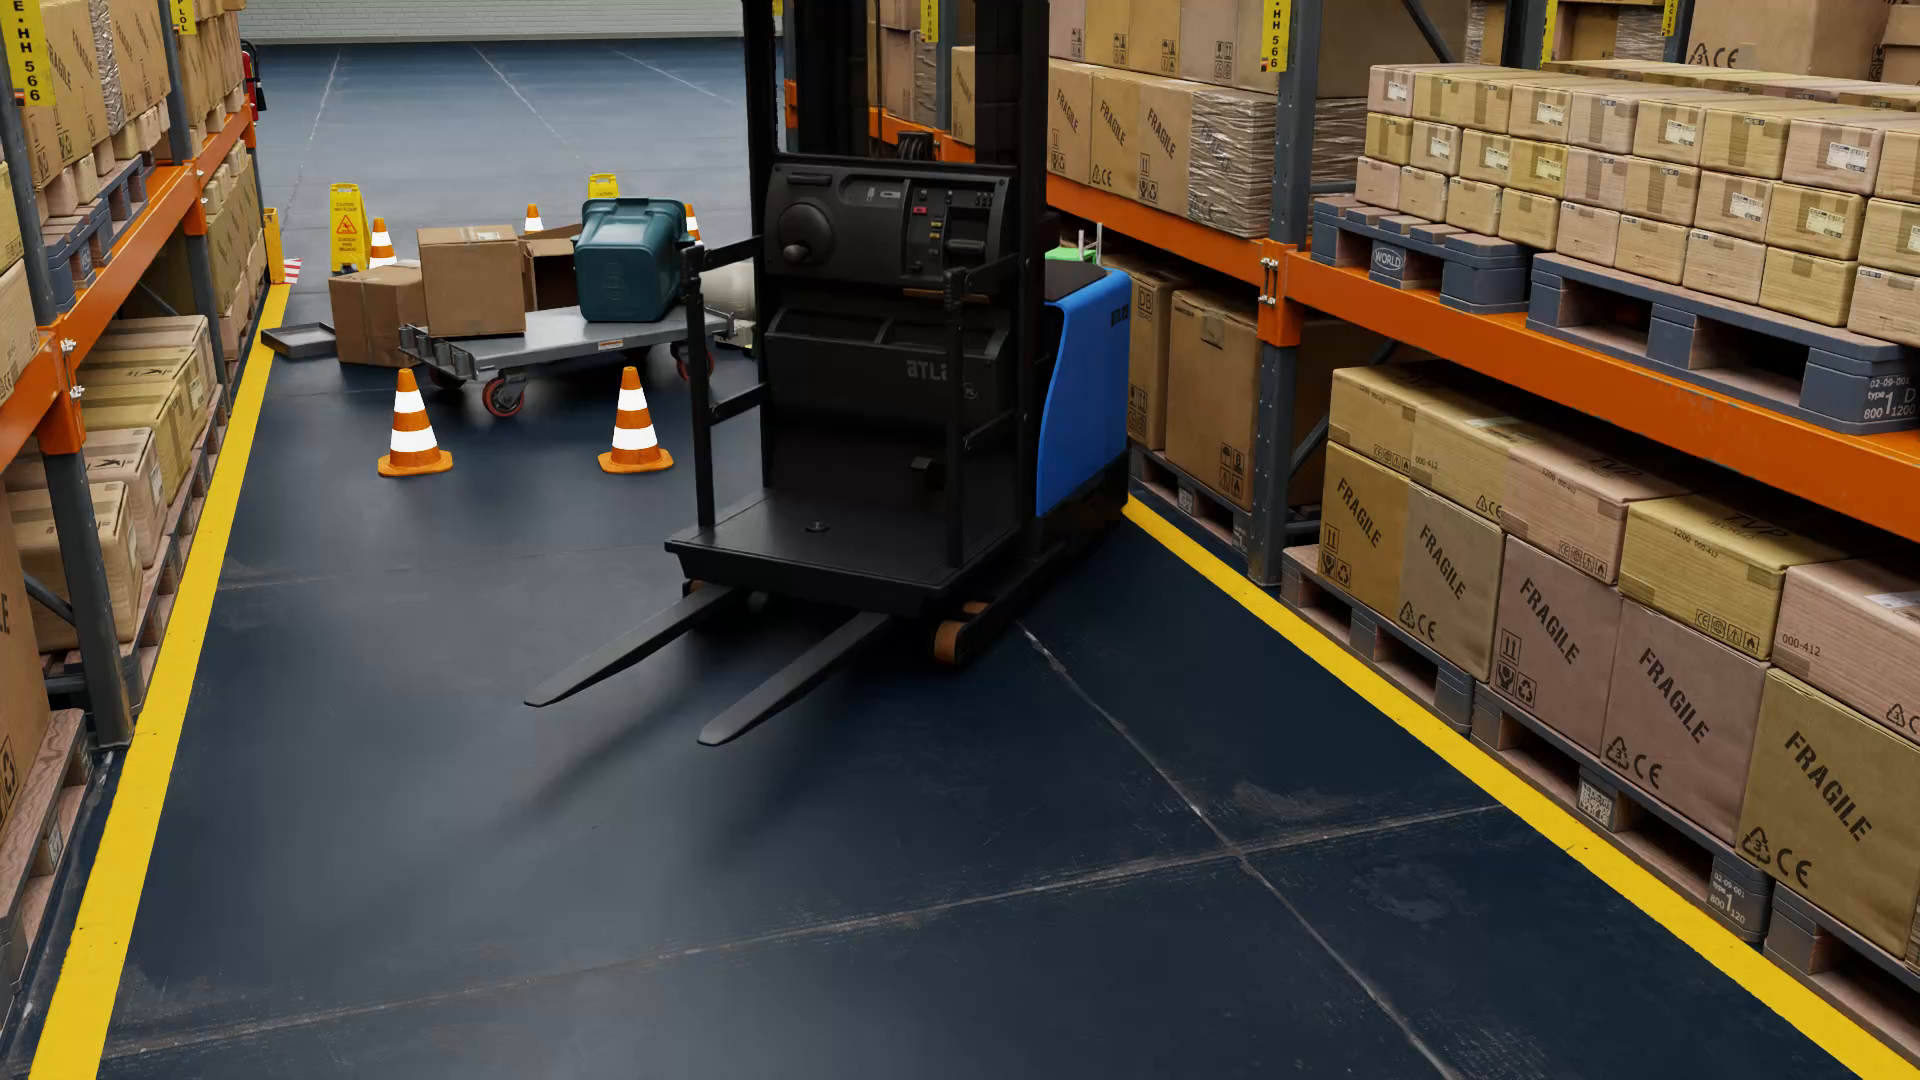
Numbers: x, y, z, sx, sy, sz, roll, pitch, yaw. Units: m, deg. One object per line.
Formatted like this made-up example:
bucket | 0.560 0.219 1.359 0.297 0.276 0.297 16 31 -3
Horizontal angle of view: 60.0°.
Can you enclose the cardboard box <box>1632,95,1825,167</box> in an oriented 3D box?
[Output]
cardboard box | 1.990 -1.063 4.309 0.380 0.149 0.250 -6 21 -16

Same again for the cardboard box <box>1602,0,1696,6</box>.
cardboard box | 4.695 -3.845 11.118 0.500 0.500 0.500 -6 21 -17

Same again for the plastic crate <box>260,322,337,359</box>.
plastic crate | -4.025 -1.236 10.240 0.402 0.080 0.583 -15 25 -36

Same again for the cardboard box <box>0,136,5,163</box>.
cardboard box | -2.642 -1.115 3.957 0.500 0.500 0.500 -7 21 -19

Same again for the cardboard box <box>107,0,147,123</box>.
cardboard box | -3.634 -1.955 6.713 0.500 0.500 0.500 -6 21 -15

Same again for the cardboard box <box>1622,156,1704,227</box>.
cardboard box | 1.982 -0.924 4.362 0.380 0.149 0.250 -7 21 -18

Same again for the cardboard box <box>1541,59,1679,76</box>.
cardboard box | 2.204 -1.545 5.651 0.380 0.149 0.250 -7 21 -19

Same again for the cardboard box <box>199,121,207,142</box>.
cardboard box | -4.391 -2.277 9.190 0.380 0.149 0.250 -6 21 -16

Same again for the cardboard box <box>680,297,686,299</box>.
cardboard box | -1.932 -1.647 11.109 0.396 0.266 0.258 -3 20 -8

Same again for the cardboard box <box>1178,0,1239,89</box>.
cardboard box | 1.322 -2.119 6.752 0.700 0.500 0.500 -7 21 -18

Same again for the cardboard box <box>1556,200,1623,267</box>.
cardboard box | 1.905 -0.864 4.636 0.380 0.149 0.250 -6 21 -15

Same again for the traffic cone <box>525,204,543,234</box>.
traffic cone | -3.261 -2.335 12.734 0.336 0.463 0.334 -6 21 -17

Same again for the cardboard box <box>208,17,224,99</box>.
cardboard box | -4.687 -2.859 9.850 0.500 0.500 0.500 -6 21 -17

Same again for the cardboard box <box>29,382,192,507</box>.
cardboard box | -3.694 -0.359 6.745 0.950 0.372 0.625 -6 21 -15

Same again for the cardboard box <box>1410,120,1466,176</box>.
cardboard box | 1.663 -1.250 5.271 0.380 0.149 0.250 -5 20 -15

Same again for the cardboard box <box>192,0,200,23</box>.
cardboard box | -4.243 -2.841 8.323 0.700 0.500 0.500 -7 21 -18

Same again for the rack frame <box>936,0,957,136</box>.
rack frame | 0.357 -2.578 9.656 1.000 3.000 0.127 -6 21 -17

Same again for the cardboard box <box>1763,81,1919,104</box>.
cardboard box | 2.520 -1.217 4.737 0.380 0.149 0.250 -6 21 -17

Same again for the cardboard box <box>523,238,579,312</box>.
cardboard box | -2.310 -1.598 10.421 0.797 0.637 0.503 -6 21 -17

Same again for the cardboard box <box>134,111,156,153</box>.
cardboard box | -3.622 -1.716 7.008 0.380 0.149 0.250 -6 21 -17

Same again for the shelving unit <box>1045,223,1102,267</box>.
shelving unit | 0.335 -0.804 7.378 0.503 1.200 0.258 9 21 23

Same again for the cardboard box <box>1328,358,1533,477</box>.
cardboard box | 1.601 -0.421 5.620 0.500 0.250 0.500 -7 21 -20

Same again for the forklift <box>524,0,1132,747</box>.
forklift | -0.355 -1.106 5.661 1.130 2.935 3.031 9 22 23

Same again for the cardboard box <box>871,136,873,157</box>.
cardboard box | -0.346 -2.566 12.146 0.875 0.875 0.875 -7 21 -18

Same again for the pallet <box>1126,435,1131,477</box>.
pallet | 1.058 -0.634 8.369 1.003 0.211 1.213 -6 21 -17

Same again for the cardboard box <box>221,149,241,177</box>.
cardboard box | -4.732 -2.359 10.425 0.380 0.149 0.250 -5 20 -15

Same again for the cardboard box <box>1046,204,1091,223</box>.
cardboard box | 0.637 -1.527 9.437 1.050 0.750 0.750 -6 21 -17

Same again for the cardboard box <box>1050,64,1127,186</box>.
cardboard box | 0.740 -1.942 7.738 0.500 0.500 0.500 -6 21 -16

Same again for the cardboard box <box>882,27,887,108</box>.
cardboard box | -0.023 -3.125 10.959 0.875 0.550 0.550 -6 21 -17

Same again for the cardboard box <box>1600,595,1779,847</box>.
cardboard box | 2.082 0.428 4.365 0.500 0.500 0.500 -7 21 -18

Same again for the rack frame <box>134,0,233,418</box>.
rack frame | -4.310 -2.020 8.102 1.000 3.000 0.127 -6 21 -17

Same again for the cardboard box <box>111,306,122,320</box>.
cardboard box | -4.751 -1.437 8.818 0.500 0.500 0.500 -7 21 -18

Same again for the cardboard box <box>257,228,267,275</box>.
cardboard box | -5.051 -1.968 11.405 0.500 0.250 0.500 -6 21 -17

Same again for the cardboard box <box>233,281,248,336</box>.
cardboard box | -4.418 -1.311 9.576 0.500 0.250 0.500 -5 20 -14

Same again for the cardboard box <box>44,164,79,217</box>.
cardboard box | -3.078 -1.126 5.365 0.380 0.149 0.250 -8 21 -21

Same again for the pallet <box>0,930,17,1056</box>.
pallet | -2.497 1.228 3.185 1.003 0.211 1.213 -6 21 -17

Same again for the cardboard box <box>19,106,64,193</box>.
cardboard box | -2.975 -1.290 4.860 0.500 0.500 0.500 -7 21 -19

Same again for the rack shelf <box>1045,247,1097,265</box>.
rack shelf | 0.335 -1.196 7.239 0.480 0.148 0.258 9 21 23

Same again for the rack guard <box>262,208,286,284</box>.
rack guard | -5.544 -2.102 12.030 1.175 0.500 0.348 -6 21 -17

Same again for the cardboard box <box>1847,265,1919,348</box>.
cardboard box | 2.229 -0.529 3.702 0.380 0.149 0.250 -7 21 -20

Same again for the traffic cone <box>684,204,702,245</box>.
traffic cone | -2.081 -2.346 12.764 0.336 0.463 0.334 -6 21 -17

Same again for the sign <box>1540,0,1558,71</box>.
sign | 2.126 -1.863 6.069 0.100 0.325 0.005 -6 21 -17

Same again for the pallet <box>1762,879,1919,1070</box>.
pallet | 2.625 1.052 3.675 1.003 0.211 1.213 -6 21 -17

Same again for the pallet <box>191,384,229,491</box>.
pallet | -4.064 -0.457 7.878 1.003 0.211 1.213 -6 21 -17

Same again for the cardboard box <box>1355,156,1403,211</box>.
cardboard box | 1.563 -1.209 5.594 0.380 0.149 0.250 -7 21 -18

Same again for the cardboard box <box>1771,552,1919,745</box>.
cardboard box | 2.248 0.237 3.787 0.500 0.250 0.500 -5 20 -15

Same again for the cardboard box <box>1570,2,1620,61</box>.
cardboard box | 4.891 -3.575 11.843 0.875 0.500 0.500 -6 21 -17

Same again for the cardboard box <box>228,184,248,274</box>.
cardboard box | -4.580 -1.831 9.914 0.500 0.500 0.500 -5 20 -14

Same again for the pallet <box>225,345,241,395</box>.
pallet | -4.555 -0.919 9.163 1.003 0.211 1.213 -6 21 -17

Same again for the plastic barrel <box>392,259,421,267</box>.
plastic barrel | -3.481 -1.589 10.713 0.512 0.421 0.421 8 21 20

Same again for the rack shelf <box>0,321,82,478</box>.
rack shelf | -2.425 0.244 2.863 1.077 0.370 4.000 -6 21 -17

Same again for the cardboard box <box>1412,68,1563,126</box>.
cardboard box | 1.663 -1.399 5.244 0.380 0.149 0.250 -7 21 -19

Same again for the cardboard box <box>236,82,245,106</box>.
cardboard box | -5.062 -3.018 11.253 0.380 0.149 0.250 -7 21 -18
